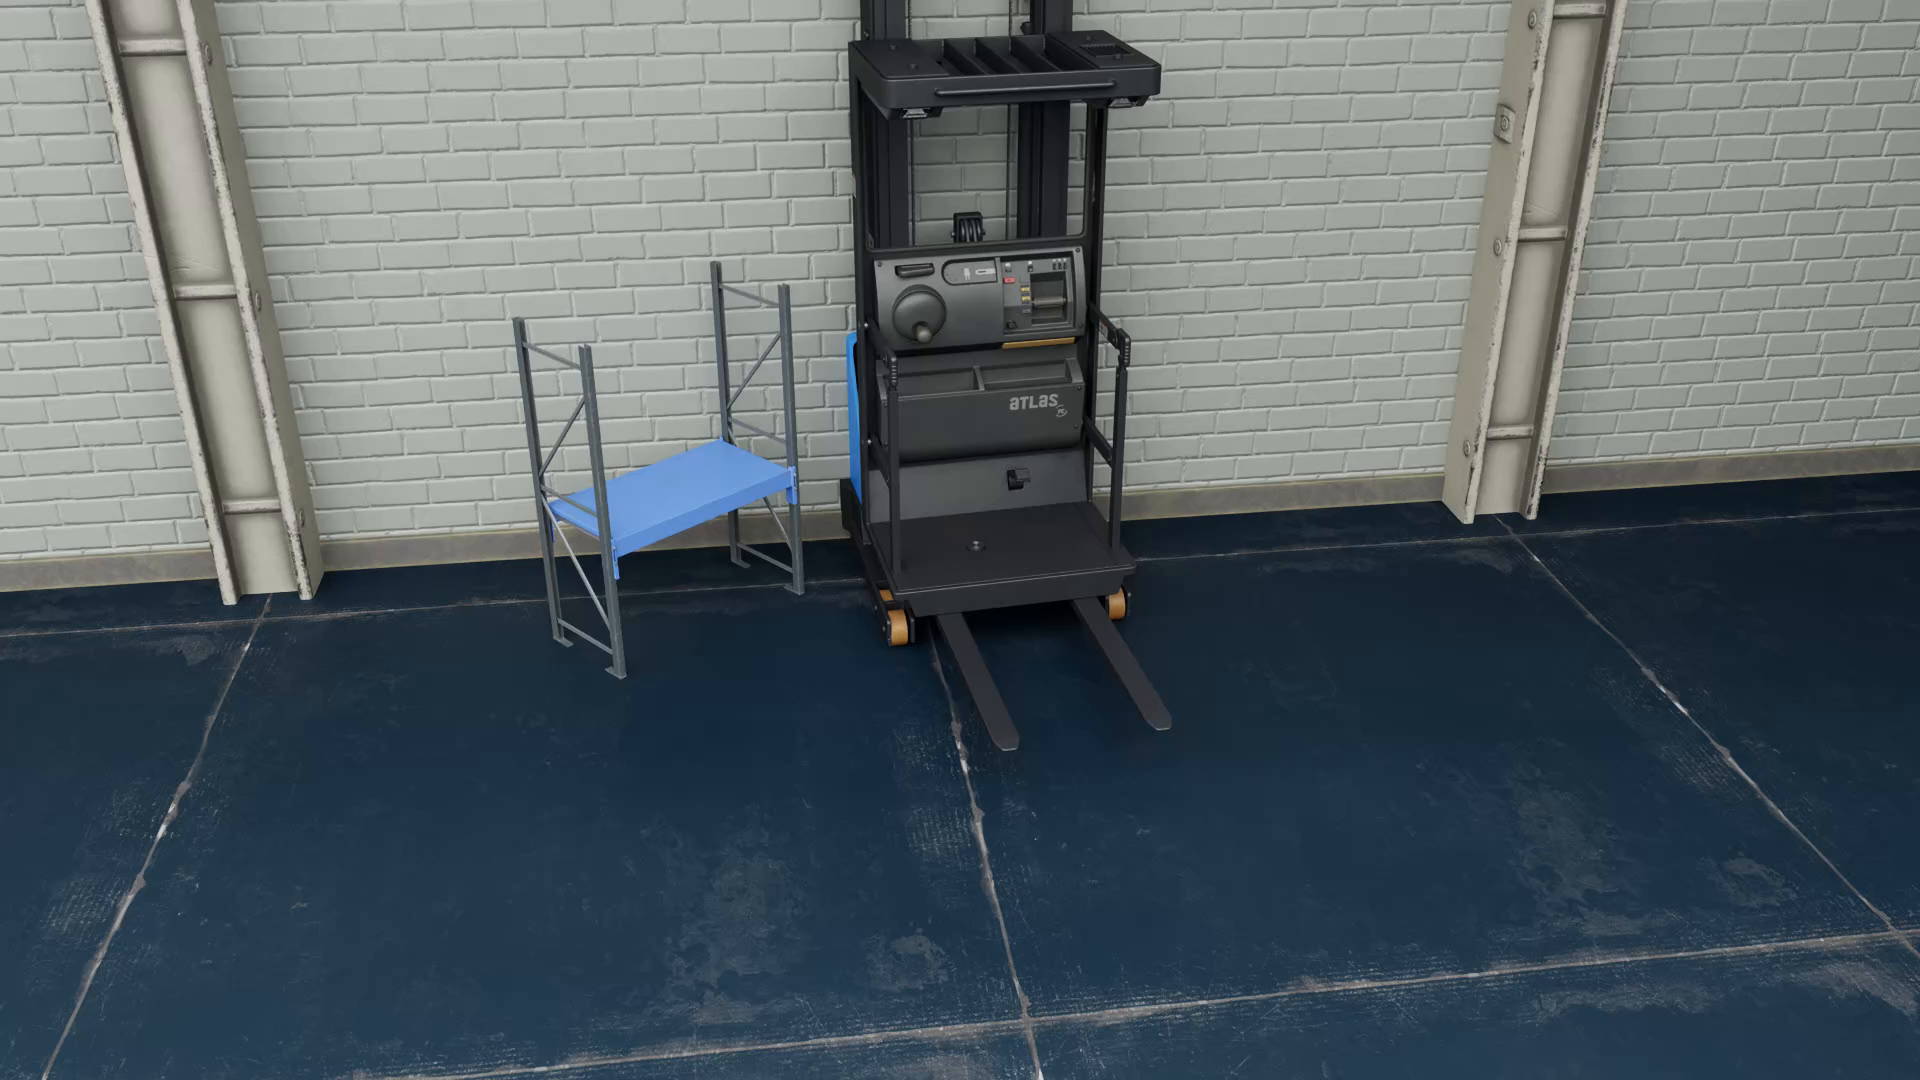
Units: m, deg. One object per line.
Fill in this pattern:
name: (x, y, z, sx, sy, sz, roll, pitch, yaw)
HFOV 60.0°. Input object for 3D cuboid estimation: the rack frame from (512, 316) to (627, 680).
rack frame: (-1.616, -0.154, 6.908, 0.500, 1.500, 0.032, 23, 35, 38)

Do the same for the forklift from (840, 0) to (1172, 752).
forklift: (0.142, -1.025, 7.036, 1.130, 2.935, 3.031, -6, 28, -12)

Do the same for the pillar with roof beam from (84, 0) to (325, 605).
pillar with roof beam: (-2.622, -1.841, 1.981, 0.400, 9.000, 9.100, -4, 27, -7)

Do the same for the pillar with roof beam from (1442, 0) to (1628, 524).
pillar with roof beam: (3.320, -2.223, 2.724, 0.400, 9.000, 9.100, -4, 27, -7)

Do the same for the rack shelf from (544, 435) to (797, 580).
rack shelf: (-1.267, -0.163, 7.318, 0.538, 0.185, 1.000, 23, 35, 38)

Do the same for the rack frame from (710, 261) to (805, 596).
rack frame: (-0.917, -0.491, 7.564, 0.500, 1.500, 0.032, 23, 35, 38)

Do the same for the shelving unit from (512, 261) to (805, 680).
shelving unit: (-1.267, -0.323, 7.236, 0.538, 1.500, 1.048, 23, 35, 38)
